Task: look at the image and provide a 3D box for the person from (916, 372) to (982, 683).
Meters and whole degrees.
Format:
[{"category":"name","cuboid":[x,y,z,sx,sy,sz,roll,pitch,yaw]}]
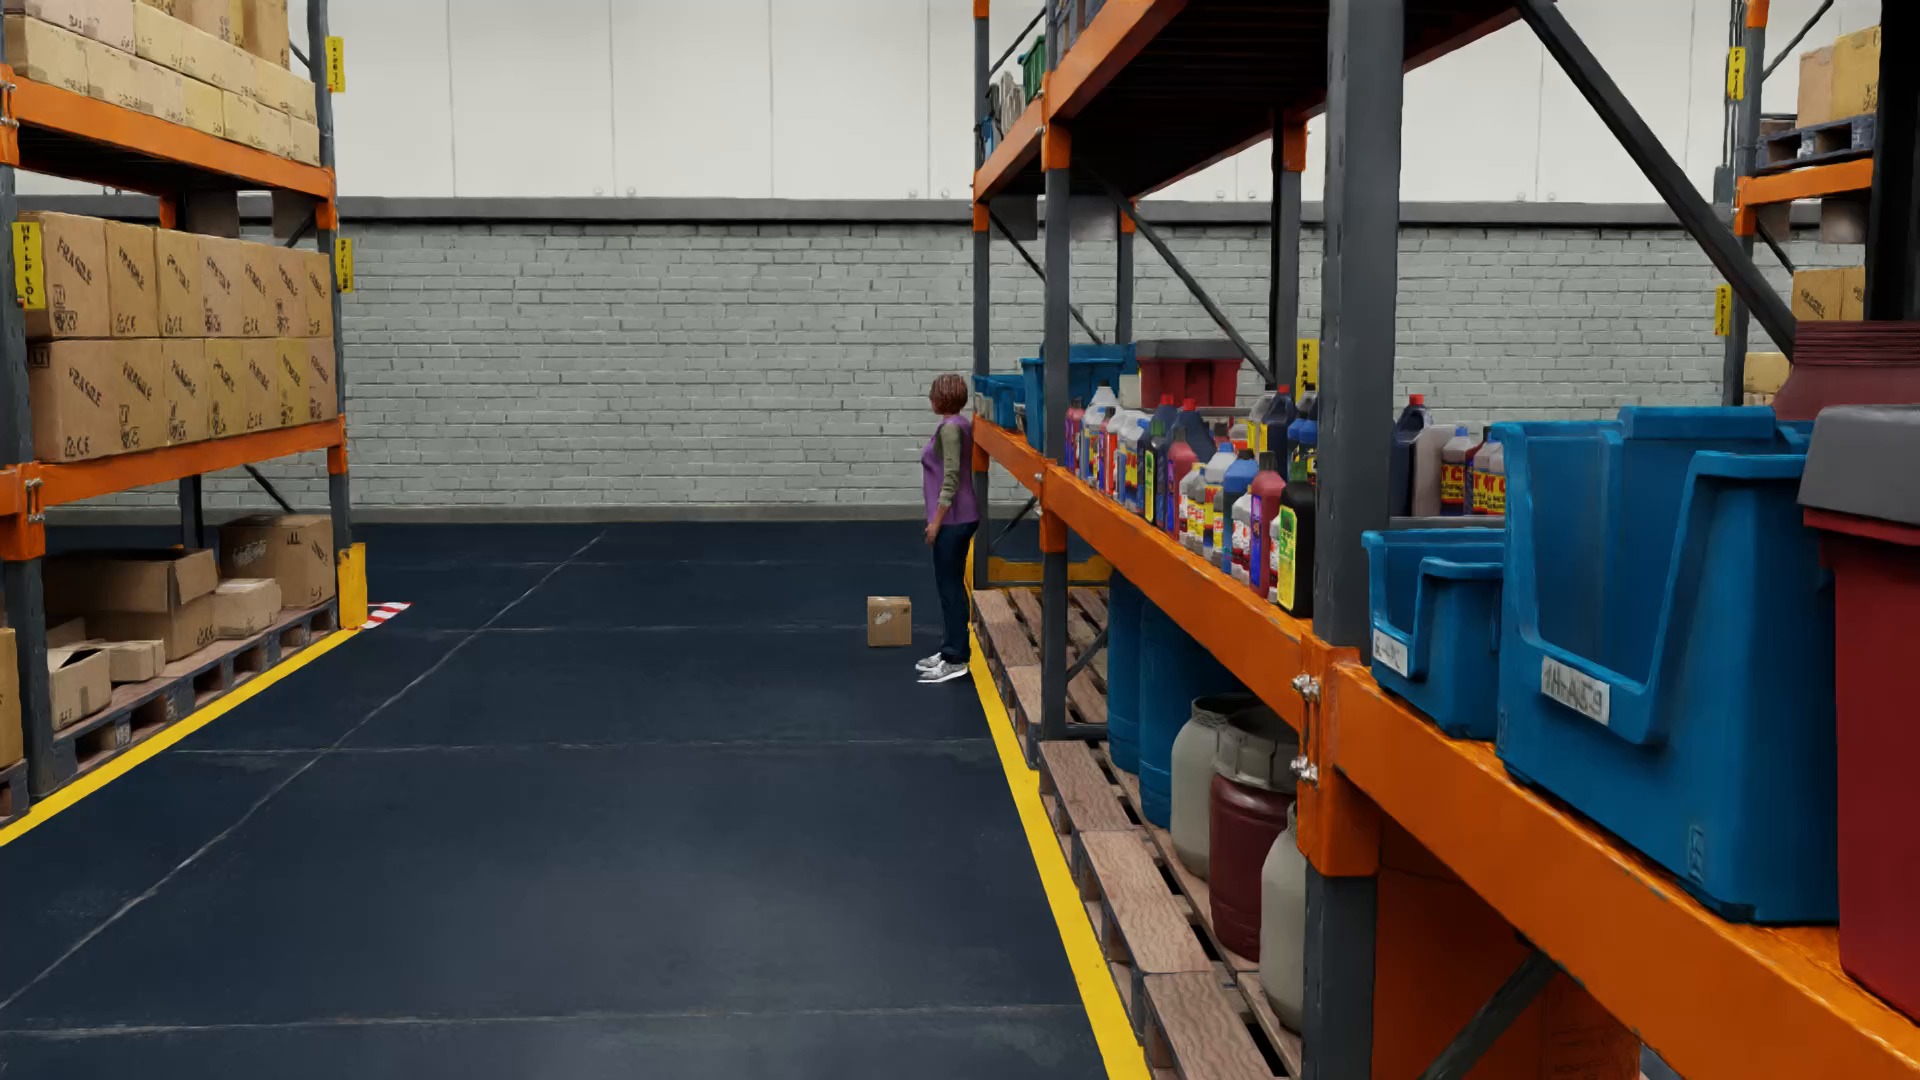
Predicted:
[{"category":"person","cuboid":[-0.063,-0.070,8.796,0.363,1.632,0.460,1,7,8]}]
